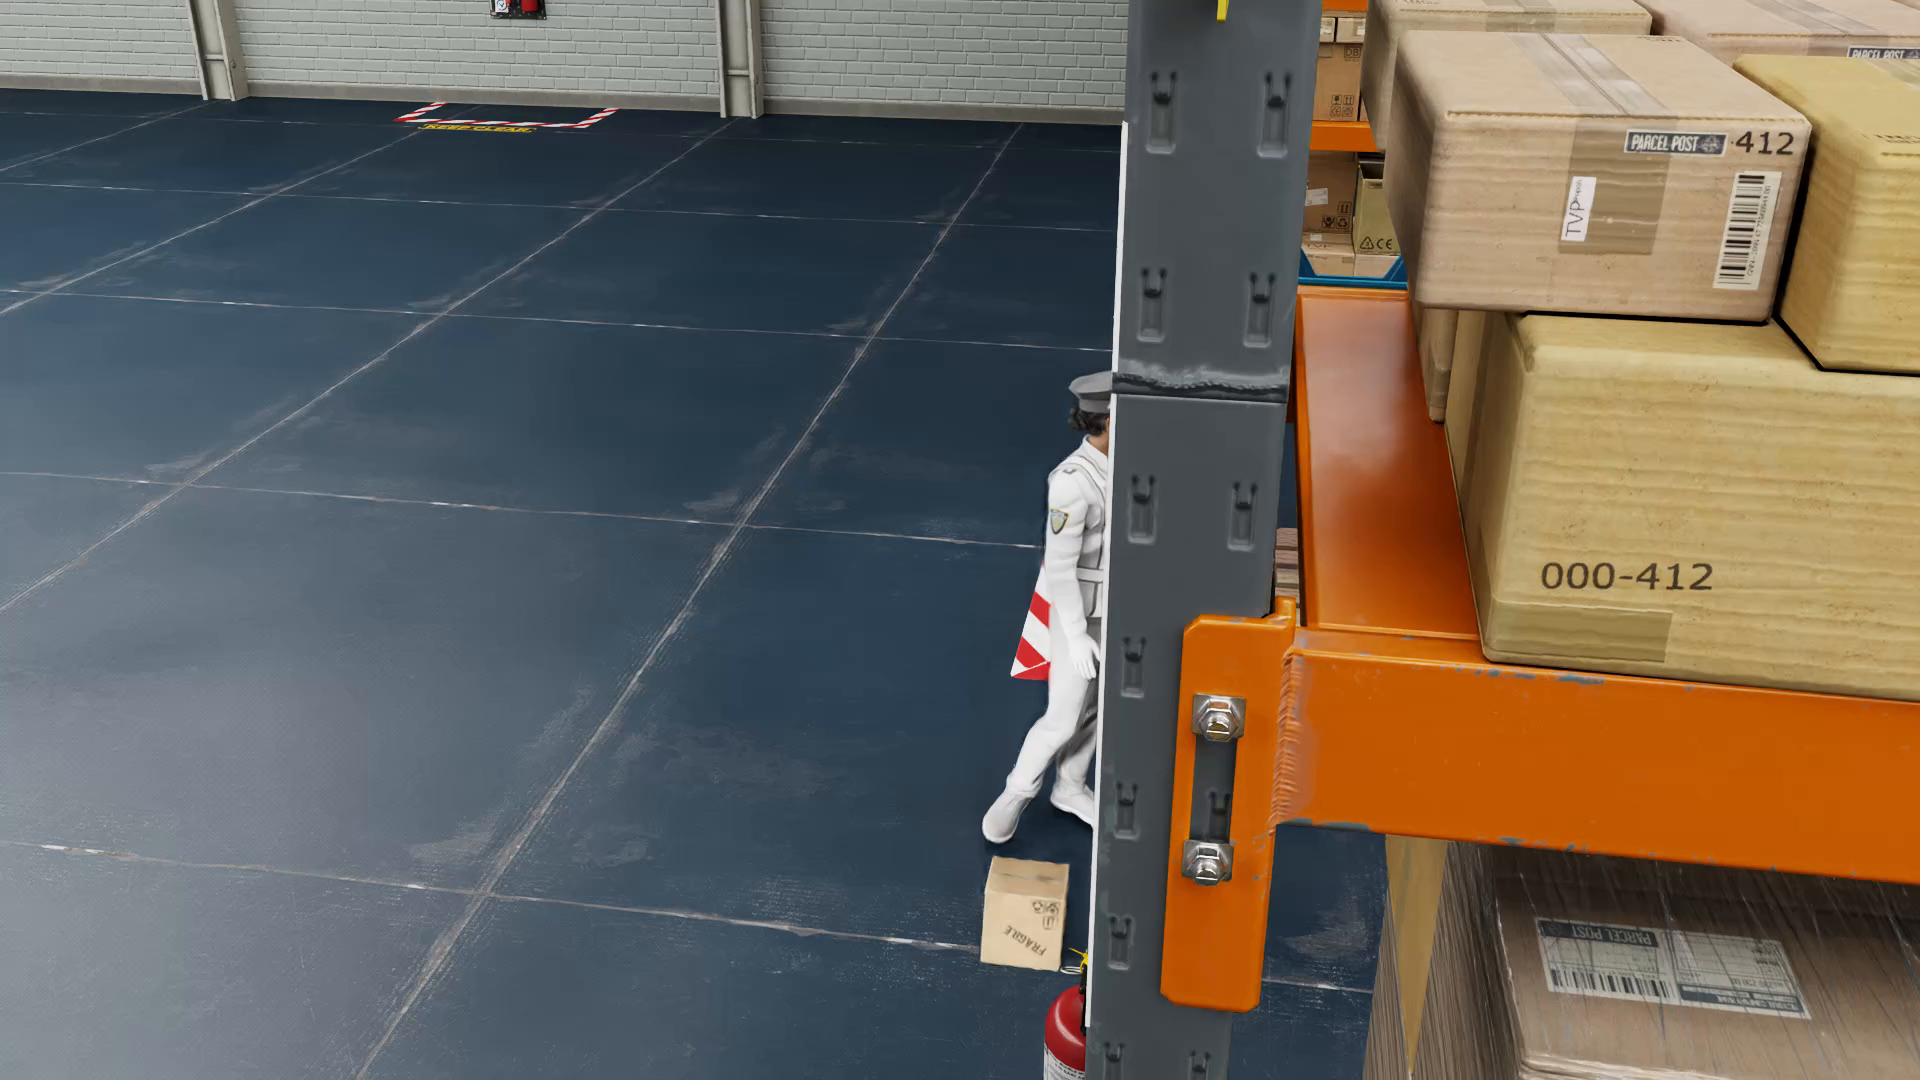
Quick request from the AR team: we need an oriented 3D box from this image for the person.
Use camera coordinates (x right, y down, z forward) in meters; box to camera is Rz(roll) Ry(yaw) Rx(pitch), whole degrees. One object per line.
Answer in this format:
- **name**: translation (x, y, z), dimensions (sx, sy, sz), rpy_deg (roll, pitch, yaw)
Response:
- **person**: translation (0.391, 0.238, 5.551), dimensions (0.424, 1.661, 0.637), rpy_deg (21, 32, 37)
